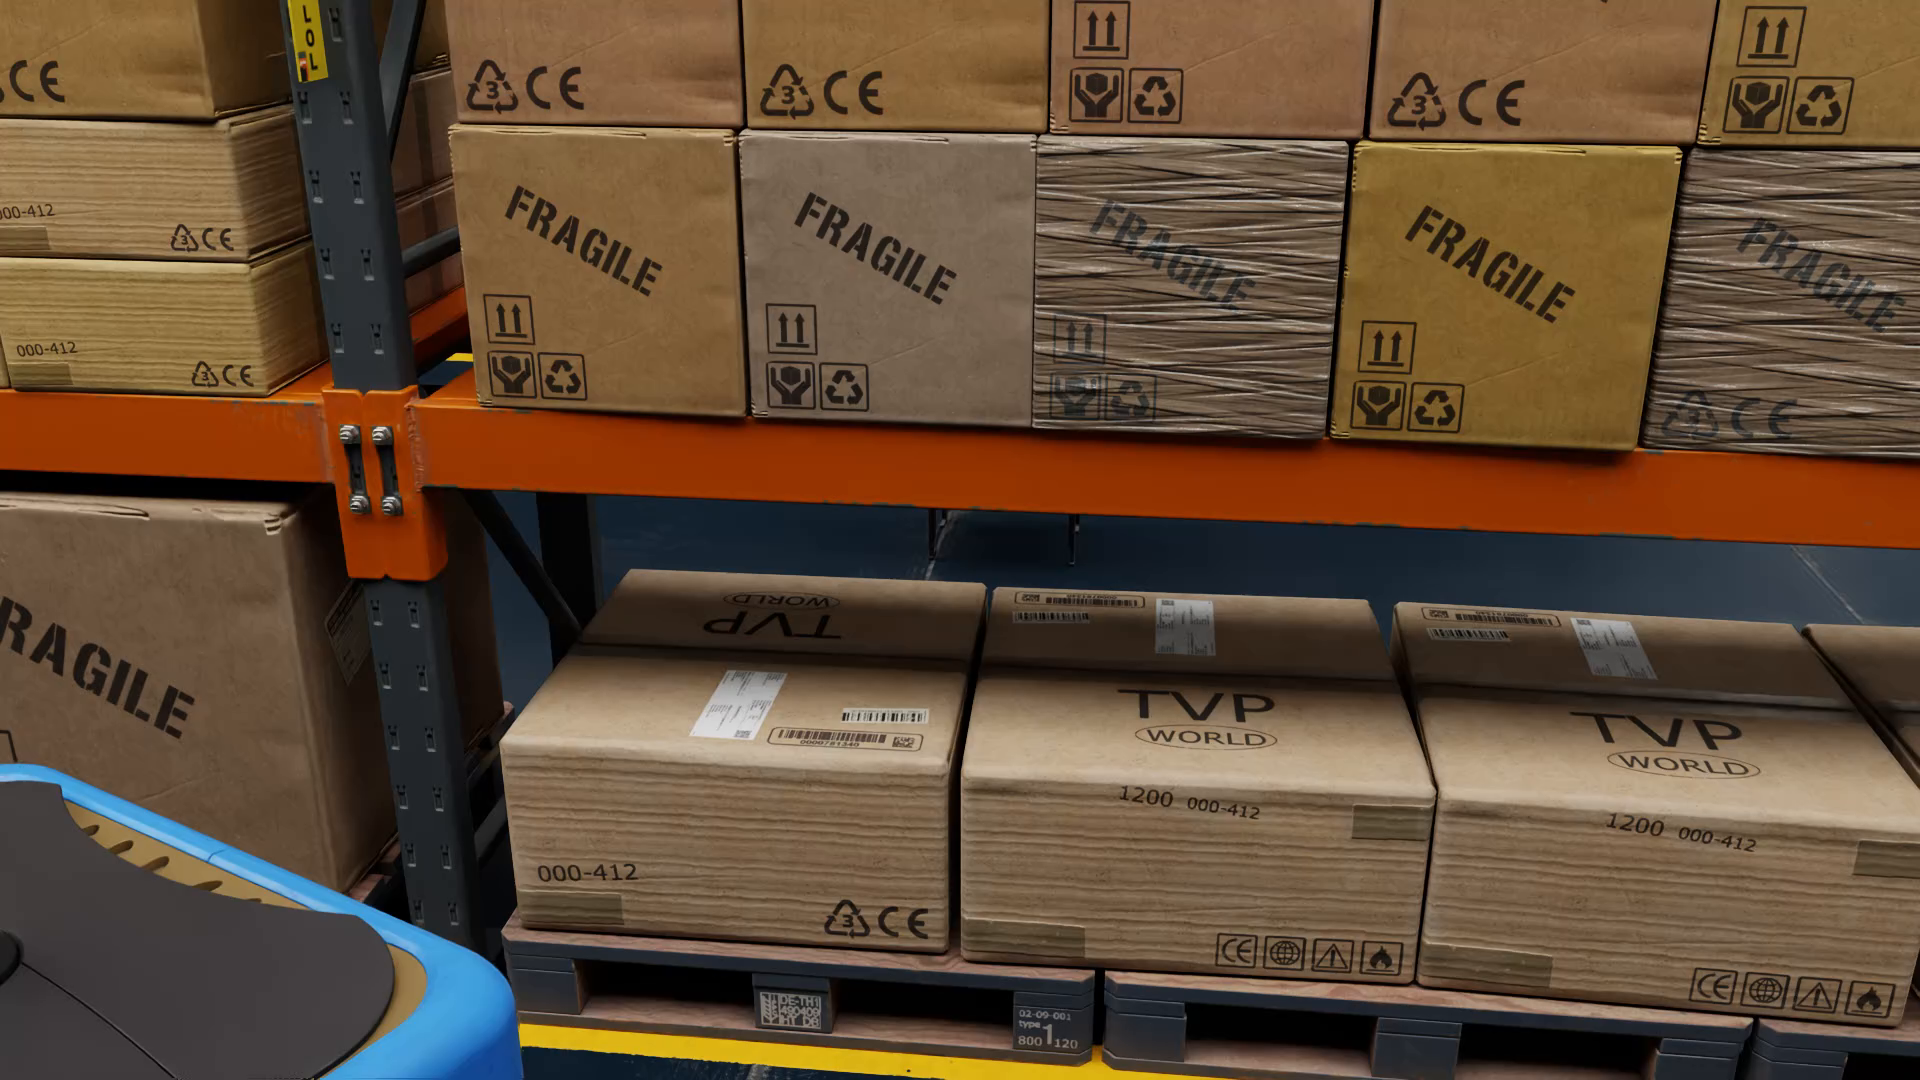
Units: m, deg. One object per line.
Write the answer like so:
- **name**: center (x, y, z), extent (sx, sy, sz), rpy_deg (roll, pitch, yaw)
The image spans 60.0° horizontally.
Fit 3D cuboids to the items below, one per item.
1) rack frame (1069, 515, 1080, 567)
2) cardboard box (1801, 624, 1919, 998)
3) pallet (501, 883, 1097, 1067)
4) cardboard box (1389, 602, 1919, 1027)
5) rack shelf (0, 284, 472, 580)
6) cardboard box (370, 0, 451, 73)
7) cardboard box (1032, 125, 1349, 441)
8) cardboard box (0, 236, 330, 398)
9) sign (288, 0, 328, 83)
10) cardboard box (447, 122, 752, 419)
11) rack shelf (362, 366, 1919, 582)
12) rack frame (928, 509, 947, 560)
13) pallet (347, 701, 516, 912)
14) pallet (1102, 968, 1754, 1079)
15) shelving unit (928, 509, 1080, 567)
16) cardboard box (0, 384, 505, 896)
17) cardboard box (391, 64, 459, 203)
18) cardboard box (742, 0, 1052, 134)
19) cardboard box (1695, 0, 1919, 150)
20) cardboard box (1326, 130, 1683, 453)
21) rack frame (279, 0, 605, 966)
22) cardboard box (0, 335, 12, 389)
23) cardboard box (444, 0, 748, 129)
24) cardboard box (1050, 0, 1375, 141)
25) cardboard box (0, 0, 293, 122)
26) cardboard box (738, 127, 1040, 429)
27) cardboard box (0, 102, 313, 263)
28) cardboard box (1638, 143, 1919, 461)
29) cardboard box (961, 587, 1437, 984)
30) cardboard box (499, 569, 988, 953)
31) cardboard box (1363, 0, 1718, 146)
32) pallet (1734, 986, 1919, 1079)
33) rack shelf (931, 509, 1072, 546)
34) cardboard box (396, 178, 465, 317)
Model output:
- **rack frame**: center (0.407, -0.959, 5.509), extent (0.015, 2.100, 0.400), rpy_deg (2, 22, 6)
- **cardboard box**: center (2.280, 0.559, 3.359), extent (0.875, 0.438, 0.875), rpy_deg (2, 22, 4)
- **pallet**: center (-0.279, 0.740, 3.781), extent (1.213, 0.211, 1.003), rpy_deg (2, 22, 6)
- **cardboard box**: center (1.370, 0.523, 3.452), extent (0.875, 0.438, 0.875), rpy_deg (3, 22, 8)
- **rack shelf**: center (-3.011, -0.370, 3.774), extent (4.000, 0.370, 1.077), rpy_deg (2, 22, 6)
- **cardboard box**: center (-1.428, -1.254, 3.535), extent (0.500, 0.500, 0.500), rpy_deg (3, 22, 7)
- **cardboard box**: center (0.402, -0.502, 2.993), extent (0.500, 0.500, 0.500), rpy_deg (3, 22, 7)
- **cardboard box**: center (-1.500, -0.476, 3.267), extent (0.500, 0.250, 0.500), rpy_deg (2, 22, 5)
- **sign**: center (-1.079, -0.921, 2.723), extent (0.005, 0.325, 0.100), rpy_deg (2, 22, 6)
- **cardboard box**: center (-0.590, -0.549, 3.112), extent (0.500, 0.500, 0.500), rpy_deg (3, 22, 8)
- **rack shelf**: center (0.961, -0.197, 3.337), extent (4.000, 0.370, 1.077), rpy_deg (2, 22, 6)
- **rack frame**: center (-0.078, -0.980, 5.562), extent (0.015, 2.100, 0.400), rpy_deg (2, 22, 6)
- **pallet**: center (-1.800, 0.673, 3.951), extent (1.213, 0.211, 1.003), rpy_deg (2, 22, 6)
- **pallet**: center (0.936, 0.792, 3.649), extent (1.213, 0.211, 1.003), rpy_deg (2, 22, 6)
- **shelving unit**: center (0.164, -0.969, 5.536), extent (0.503, 2.100, 0.431), rpy_deg (2, 22, 6)
- **cardboard box**: center (-1.650, 0.177, 3.731), extent (0.875, 0.875, 0.875), rpy_deg (3, 22, 8)
- **cardboard box**: center (-1.429, -0.903, 3.668), extent (0.500, 0.250, 0.500), rpy_deg (2, 22, 5)
- **cardboard box**: center (-0.080, -0.996, 2.884), extent (0.500, 0.500, 0.500), rpy_deg (2, 22, 6)
- **cardboard box**: center (1.427, -0.925, 2.703), extent (0.500, 0.500, 0.500), rpy_deg (2, 22, 6)
- **cardboard box**: center (0.914, -0.479, 2.936), extent (0.500, 0.500, 0.500), rpy_deg (3, 22, 8)
- **rack frame**: center (-1.025, -0.618, 3.423), extent (0.127, 3.000, 1.000), rpy_deg (2, 22, 6)
- **cardboard box**: center (-2.006, -0.498, 3.324), extent (0.500, 0.250, 0.500), rpy_deg (2, 22, 6)
- **cardboard box**: center (-0.581, -1.021, 2.945), extent (0.500, 0.500, 0.500), rpy_deg (3, 22, 7)
- **cardboard box**: center (0.428, -0.970, 2.818), extent (0.500, 0.500, 0.500), rpy_deg (3, 22, 7)
- **cardboard box**: center (-1.498, -1.057, 3.038), extent (0.500, 0.500, 0.500), rpy_deg (3, 22, 8)
- **cardboard box**: center (-0.091, -0.525, 3.053), extent (0.500, 0.500, 0.500), rpy_deg (3, 22, 7)
- **cardboard box**: center (-1.491, -0.711, 3.183), extent (0.500, 0.250, 0.500), rpy_deg (2, 22, 6)
- **cardboard box**: center (1.428, -0.462, 2.892), extent (0.500, 0.500, 0.500), rpy_deg (3, 22, 8)
- **cardboard box**: center (0.475, 0.483, 3.552), extent (0.875, 0.438, 0.875), rpy_deg (2, 22, 5)
- **cardboard box**: center (-0.414, 0.444, 3.649), extent (0.875, 0.438, 0.875), rpy_deg (2, 22, 6)
- **cardboard box**: center (0.928, -0.947, 2.760), extent (0.500, 0.500, 0.500), rpy_deg (2, 22, 6)
- **pallet**: center (2.144, 0.846, 3.513), extent (1.213, 0.211, 1.003), rpy_deg (2, 22, 6)
- **rack shelf**: center (0.164, -0.306, 5.798), extent (0.480, 0.518, 0.431), rpy_deg (2, 22, 6)
- **cardboard box**: center (-1.431, -0.664, 3.743), extent (0.500, 0.250, 0.500), rpy_deg (2, 22, 5)
